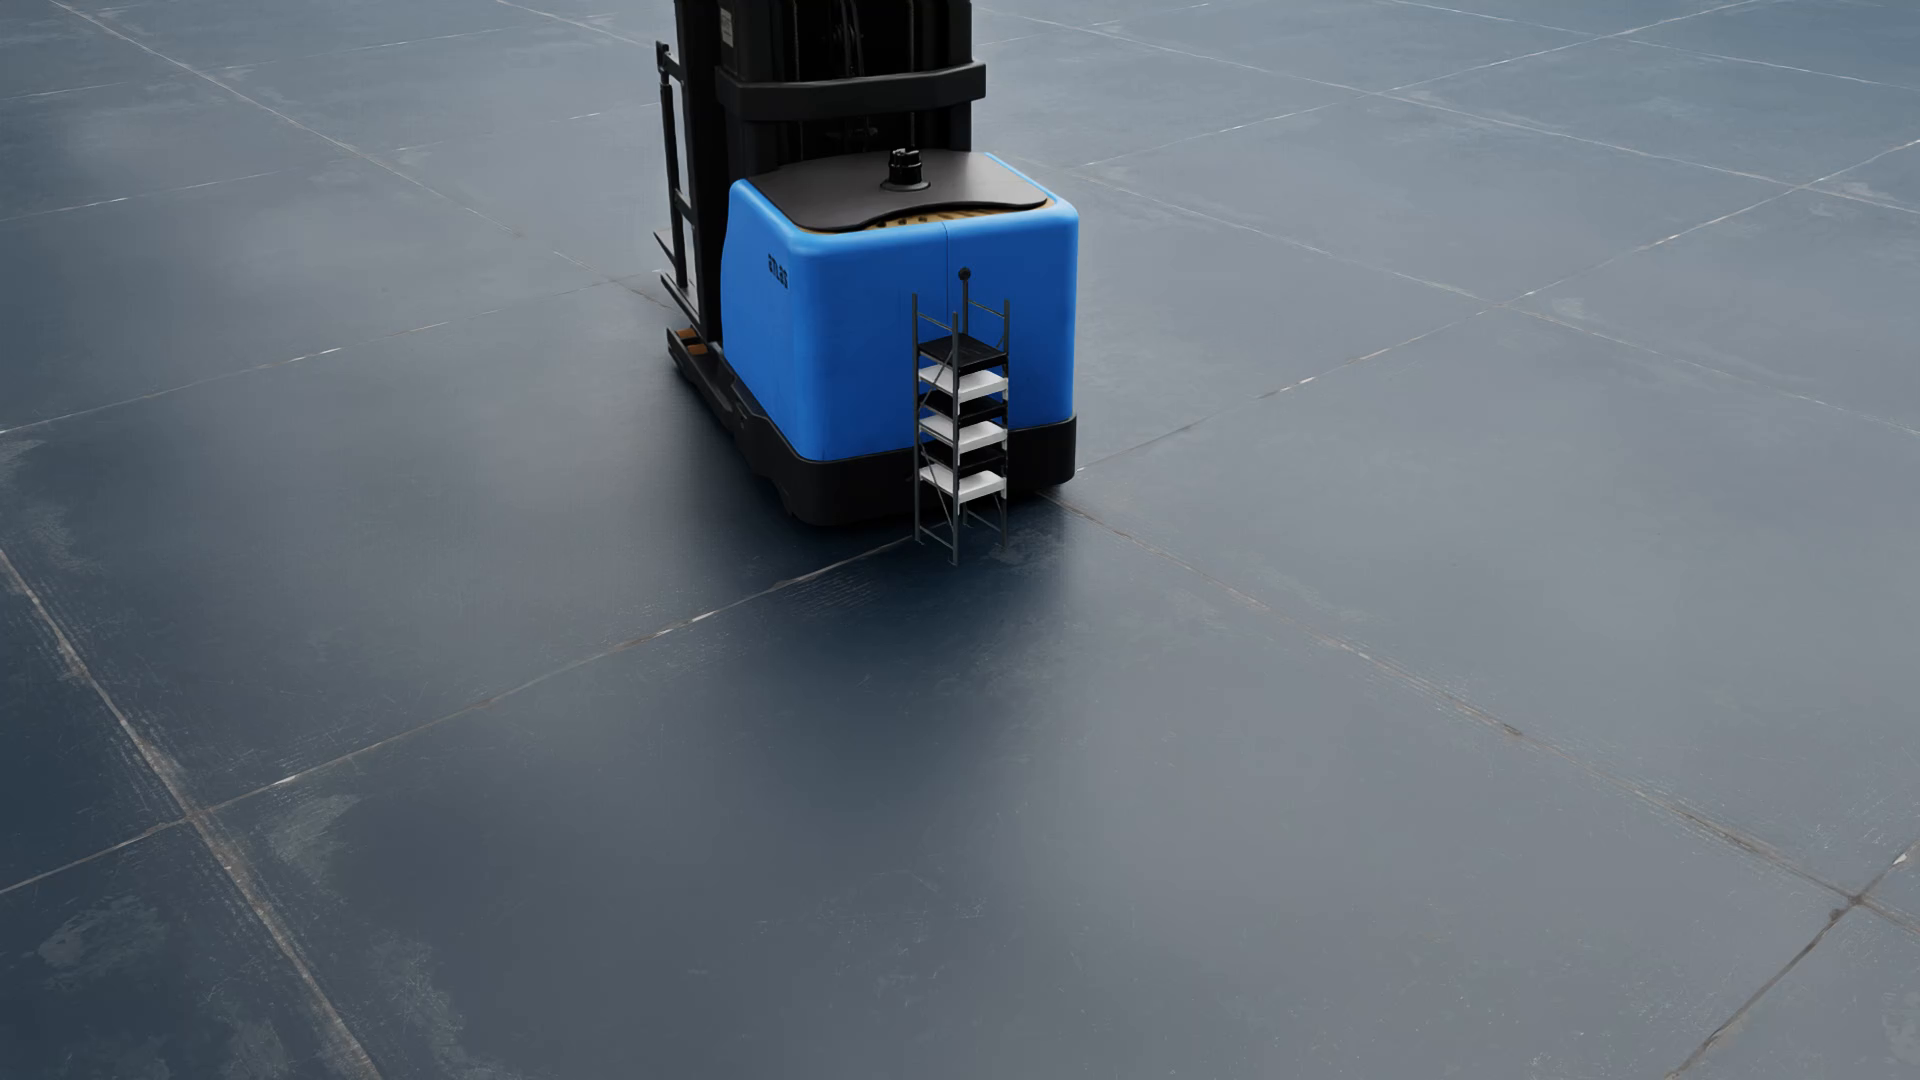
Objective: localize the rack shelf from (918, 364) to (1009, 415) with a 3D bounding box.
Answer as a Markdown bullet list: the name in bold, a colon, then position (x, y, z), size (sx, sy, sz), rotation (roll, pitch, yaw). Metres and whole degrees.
- **rack shelf**: position (0.002, -0.508, 5.434), size (0.200, 0.077, 0.258), rotation (-19, 34, -32)

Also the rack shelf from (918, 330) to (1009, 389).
- **rack shelf**: position (0.002, -0.587, 5.392), size (0.200, 0.077, 0.258), rotation (-19, 34, -32)

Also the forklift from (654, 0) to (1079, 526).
- **forklift**: position (-0.607, -2.014, 6.410), size (1.130, 2.935, 3.031), rotation (-11, 30, -19)

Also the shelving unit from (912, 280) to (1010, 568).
- **shelving unit**: position (0.002, -0.379, 5.504), size (0.210, 0.900, 0.258), rotation (-19, 34, -32)

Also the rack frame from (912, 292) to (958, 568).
- **rack frame**: position (-0.080, -0.350, 5.450), size (0.006, 0.900, 0.240), rotation (-19, 34, -32)

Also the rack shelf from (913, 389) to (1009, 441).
- **rack shelf**: position (0.002, -0.429, 5.477), size (0.200, 0.077, 0.258), rotation (-19, 34, -32)

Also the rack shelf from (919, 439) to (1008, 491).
- **rack shelf**: position (0.002, -0.270, 5.562), size (0.200, 0.077, 0.258), rotation (-19, 34, -32)

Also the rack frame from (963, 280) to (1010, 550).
- **rack frame**: position (0.083, -0.407, 5.557), size (0.006, 0.900, 0.240), rotation (-19, 34, -32)

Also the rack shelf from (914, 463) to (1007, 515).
- **rack shelf**: position (0.002, -0.190, 5.604), size (0.200, 0.077, 0.258), rotation (-19, 34, -32)

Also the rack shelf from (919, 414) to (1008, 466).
- **rack shelf**: position (0.002, -0.349, 5.519), size (0.200, 0.077, 0.258), rotation (-19, 34, -32)
